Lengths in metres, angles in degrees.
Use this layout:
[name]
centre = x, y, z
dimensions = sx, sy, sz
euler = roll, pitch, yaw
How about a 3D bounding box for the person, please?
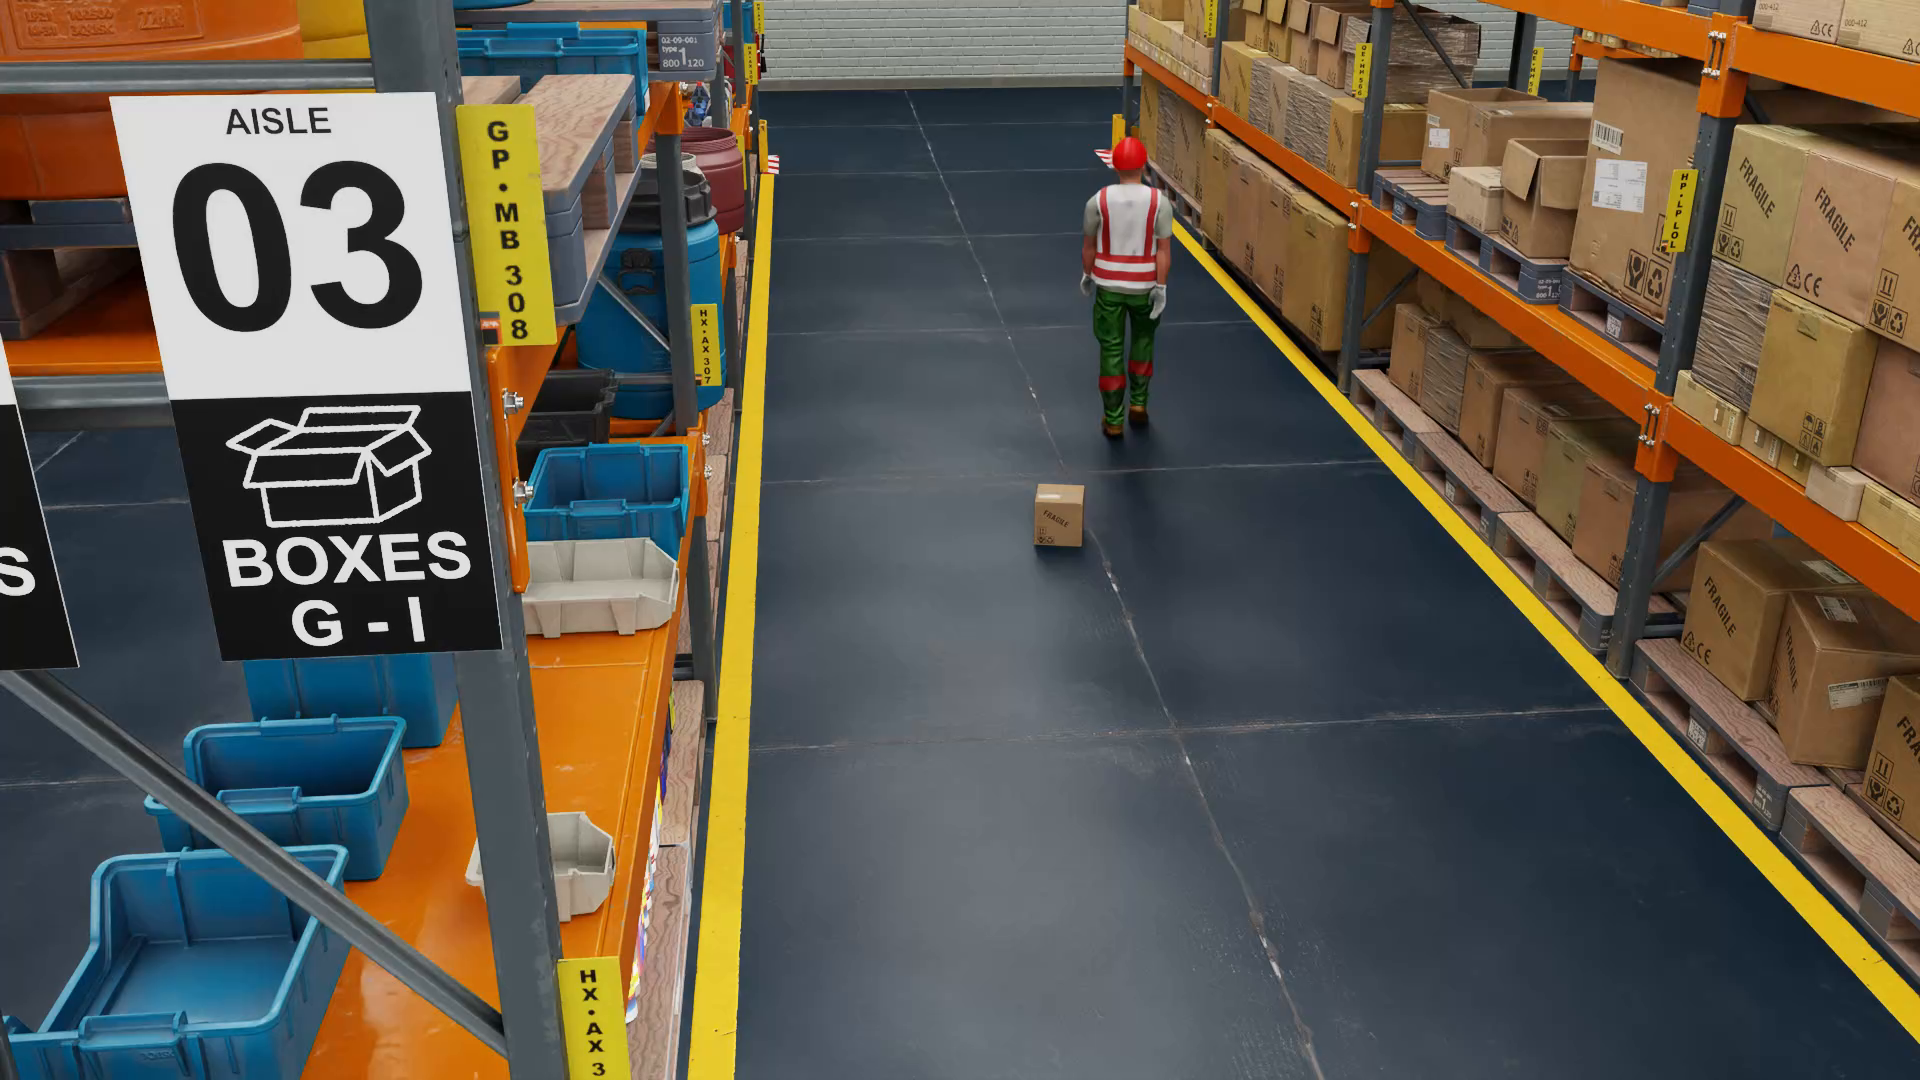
[person]
centre = 0.999, -1.529, 10.114
dimensions = 0.529, 1.852, 0.584
euler = 1, 24, 3
